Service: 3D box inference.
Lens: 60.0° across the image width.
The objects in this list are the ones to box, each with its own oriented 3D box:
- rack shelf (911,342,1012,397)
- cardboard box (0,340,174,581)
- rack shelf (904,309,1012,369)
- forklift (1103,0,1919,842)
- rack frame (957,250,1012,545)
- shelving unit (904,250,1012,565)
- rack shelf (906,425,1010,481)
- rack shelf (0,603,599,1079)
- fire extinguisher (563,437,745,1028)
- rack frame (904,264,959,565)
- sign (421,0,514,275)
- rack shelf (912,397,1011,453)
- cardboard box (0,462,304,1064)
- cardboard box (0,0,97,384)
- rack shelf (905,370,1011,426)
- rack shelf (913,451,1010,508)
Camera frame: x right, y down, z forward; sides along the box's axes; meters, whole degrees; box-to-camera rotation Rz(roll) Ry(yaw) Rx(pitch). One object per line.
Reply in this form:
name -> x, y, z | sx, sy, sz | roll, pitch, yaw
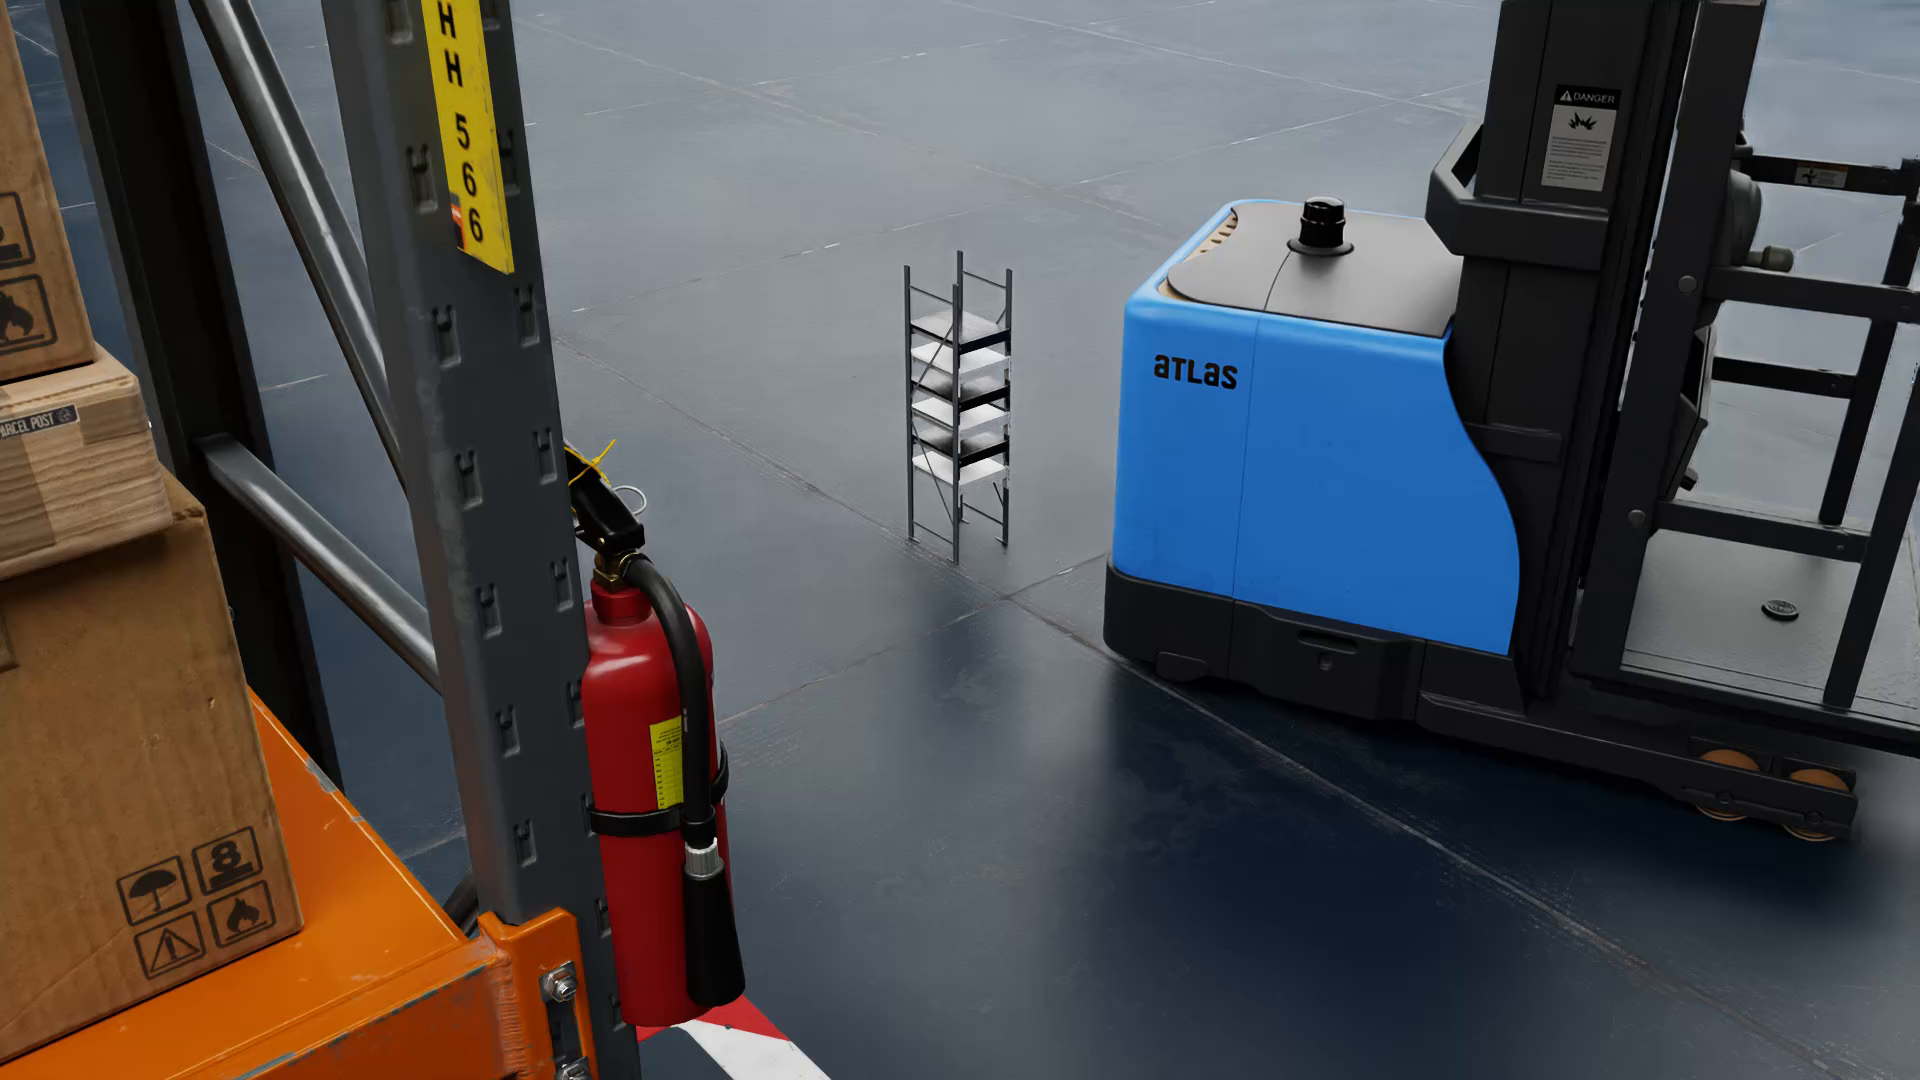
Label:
rack shelf -> -0.006, -0.524, 4.964 | 0.200, 0.077, 0.258 | -22, 35, -35
cardboard box -> -0.899, -0.101, 1.463 | 0.250, 0.149, 0.380 | -23, 35, -36
rack shelf -> -0.006, -0.603, 4.922 | 0.200, 0.077, 0.258 | -22, 35, -35
forklift -> 1.958, -0.868, 3.765 | 3.031, 2.935, 1.130 | 12, 30, 21
rack frame -> 0.071, -0.426, 5.091 | 0.006, 0.900, 0.240 | -22, 35, -35
shelving unit -> -0.006, -0.394, 5.033 | 0.210, 0.900, 0.258 | -22, 35, -35
rack shelf -> -0.006, -0.286, 5.091 | 0.200, 0.077, 0.258 | -22, 35, -35
rack shelf -> -2.253, 0.973, 1.010 | 4.000, 0.370, 1.077 | -22, 35, -35
fire extinguisher -> -0.340, 0.208, 1.760 | 0.183, 0.674, 0.296 | -22, 35, -35
rack frame -> -0.084, -0.363, 4.975 | 0.006, 0.900, 0.240 | -22, 35, -35
sign -> -0.390, -0.373, 1.285 | 0.005, 0.325, 0.100 | -22, 35, -35
rack shelf -> -0.006, -0.365, 5.049 | 0.200, 0.077, 0.258 | -22, 35, -35
cardboard box -> -1.095, 0.138, 1.703 | 0.500, 0.500, 0.700 | -22, 35, -35
cardboard box -> -1.135, -0.418, 1.367 | 0.500, 0.500, 0.700 | -22, 35, -35
rack shelf -> -0.006, -0.444, 5.007 | 0.200, 0.077, 0.258 | -22, 35, -35
rack shelf -> -0.006, -0.206, 5.134 | 0.200, 0.077, 0.258 | -22, 35, -35
